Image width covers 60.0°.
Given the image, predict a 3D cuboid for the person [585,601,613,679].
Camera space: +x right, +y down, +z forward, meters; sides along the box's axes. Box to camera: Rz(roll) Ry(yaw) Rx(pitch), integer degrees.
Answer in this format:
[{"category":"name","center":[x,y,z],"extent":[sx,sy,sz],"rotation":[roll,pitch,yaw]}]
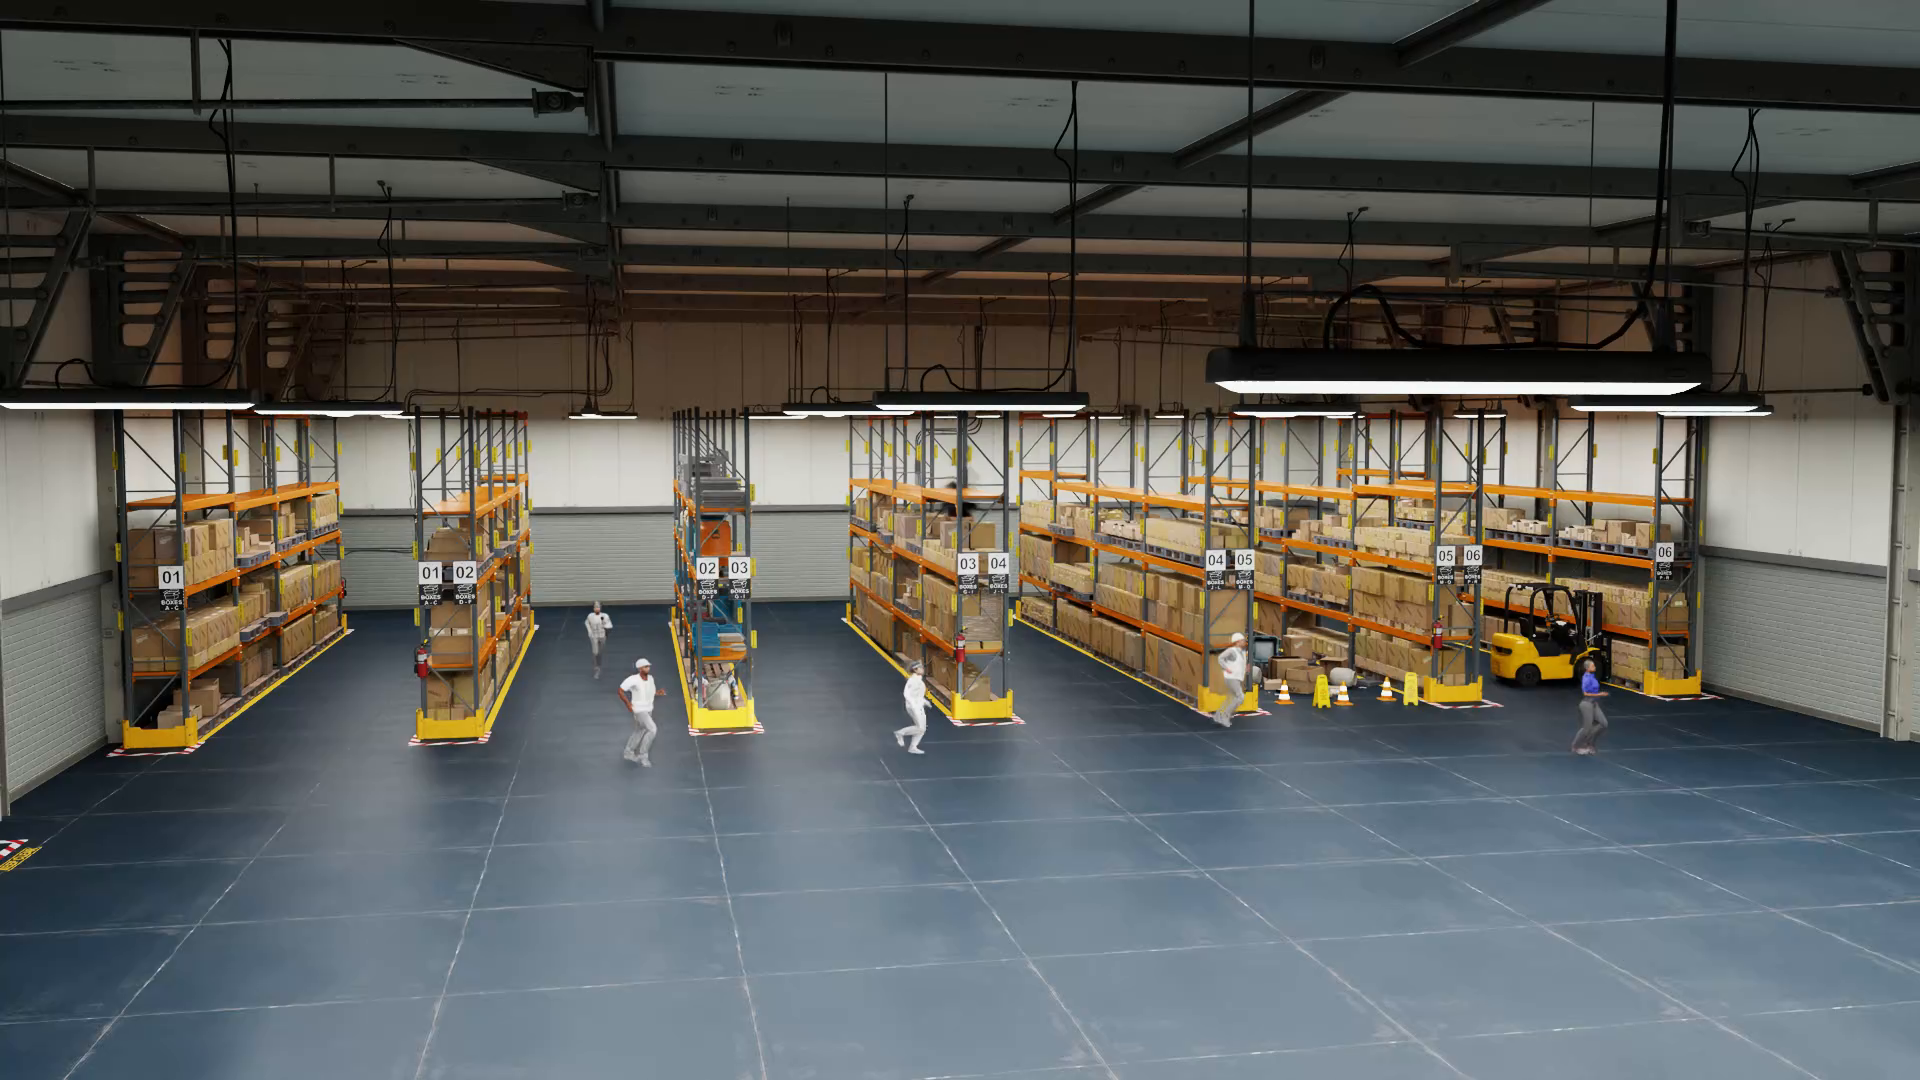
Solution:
[{"category":"person","center":[-8.104,2.231,37.360],"extent":[0.584,1.754,0.775],"rotation":[-1,4,-16]}]

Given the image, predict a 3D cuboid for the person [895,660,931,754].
[{"category":"person","center":[-0.810,2.872,28.685],"extent":[0.584,1.644,0.601],"rotation":[1,4,16]}]

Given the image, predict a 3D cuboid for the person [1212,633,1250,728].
[{"category":"person","center":[5.150,2.628,31.348],"extent":[0.664,1.747,0.705],"rotation":[3,5,33]}]

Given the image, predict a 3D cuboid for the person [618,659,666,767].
[{"category":"person","center":[-5.291,2.885,27.792],"extent":[0.749,1.825,0.661],"rotation":[1,4,20]}]

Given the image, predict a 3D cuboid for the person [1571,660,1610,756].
[{"category":"person","center":[10.822,2.884,28.475],"extent":[0.642,1.670,0.556],"rotation":[3,5,38]}]
